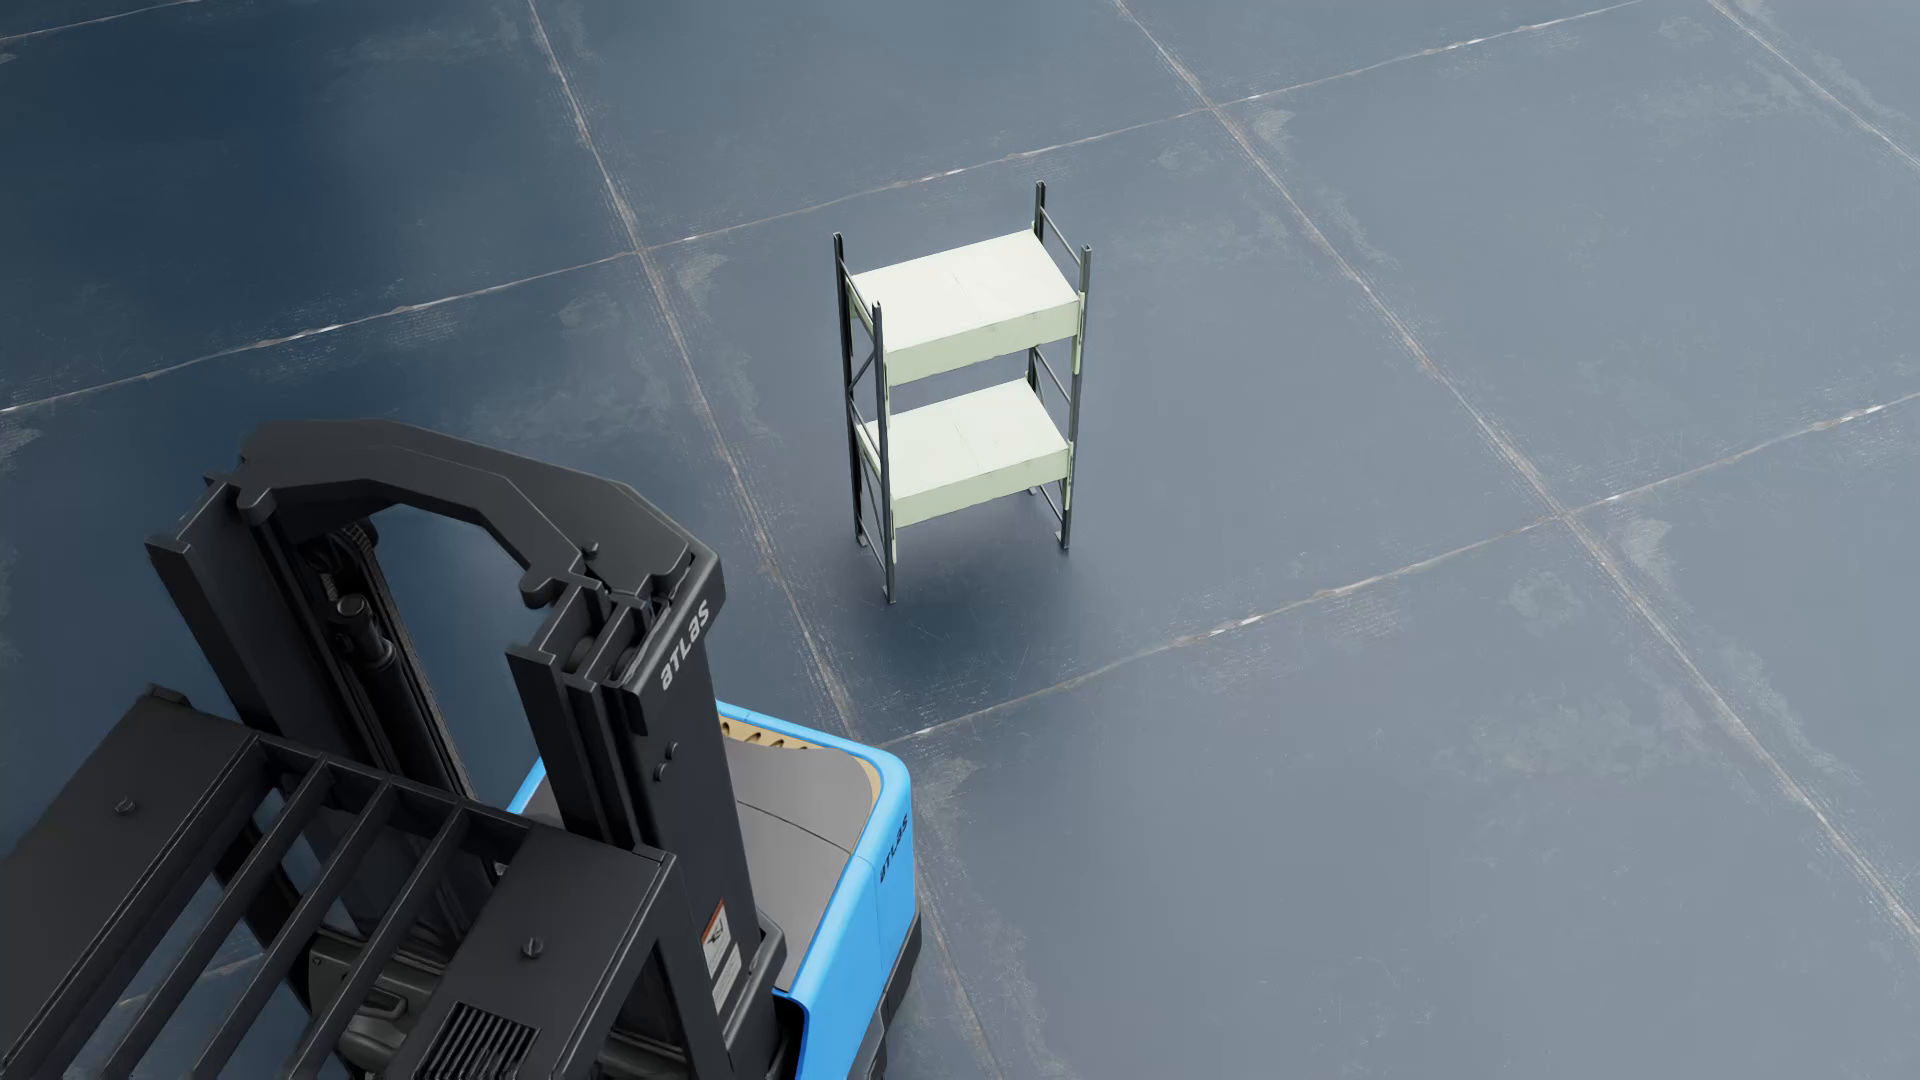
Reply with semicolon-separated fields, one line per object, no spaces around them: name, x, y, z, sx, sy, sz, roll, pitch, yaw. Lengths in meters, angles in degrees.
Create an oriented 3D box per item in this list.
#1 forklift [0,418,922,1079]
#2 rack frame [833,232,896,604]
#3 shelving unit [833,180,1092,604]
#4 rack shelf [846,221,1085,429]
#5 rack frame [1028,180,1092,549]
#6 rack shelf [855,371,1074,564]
forklift;-1.096;1.290;3.551;1.130;2.935;3.031;15;51;13
rack frame;-0.333;-0.386;5.933;0.023;1.500;0.400;-17;52;-14
shelving unit;0.006;-0.491;6.023;0.755;1.500;0.431;-17;52;-14
rack shelf;0.006;-0.745;5.727;0.720;0.370;0.431;-17;52;-14
rack frame;0.345;-0.596;6.114;0.023;1.500;0.400;-17;52;-14
rack shelf;0.006;-0.278;6.271;0.720;0.370;0.431;-17;52;-14
